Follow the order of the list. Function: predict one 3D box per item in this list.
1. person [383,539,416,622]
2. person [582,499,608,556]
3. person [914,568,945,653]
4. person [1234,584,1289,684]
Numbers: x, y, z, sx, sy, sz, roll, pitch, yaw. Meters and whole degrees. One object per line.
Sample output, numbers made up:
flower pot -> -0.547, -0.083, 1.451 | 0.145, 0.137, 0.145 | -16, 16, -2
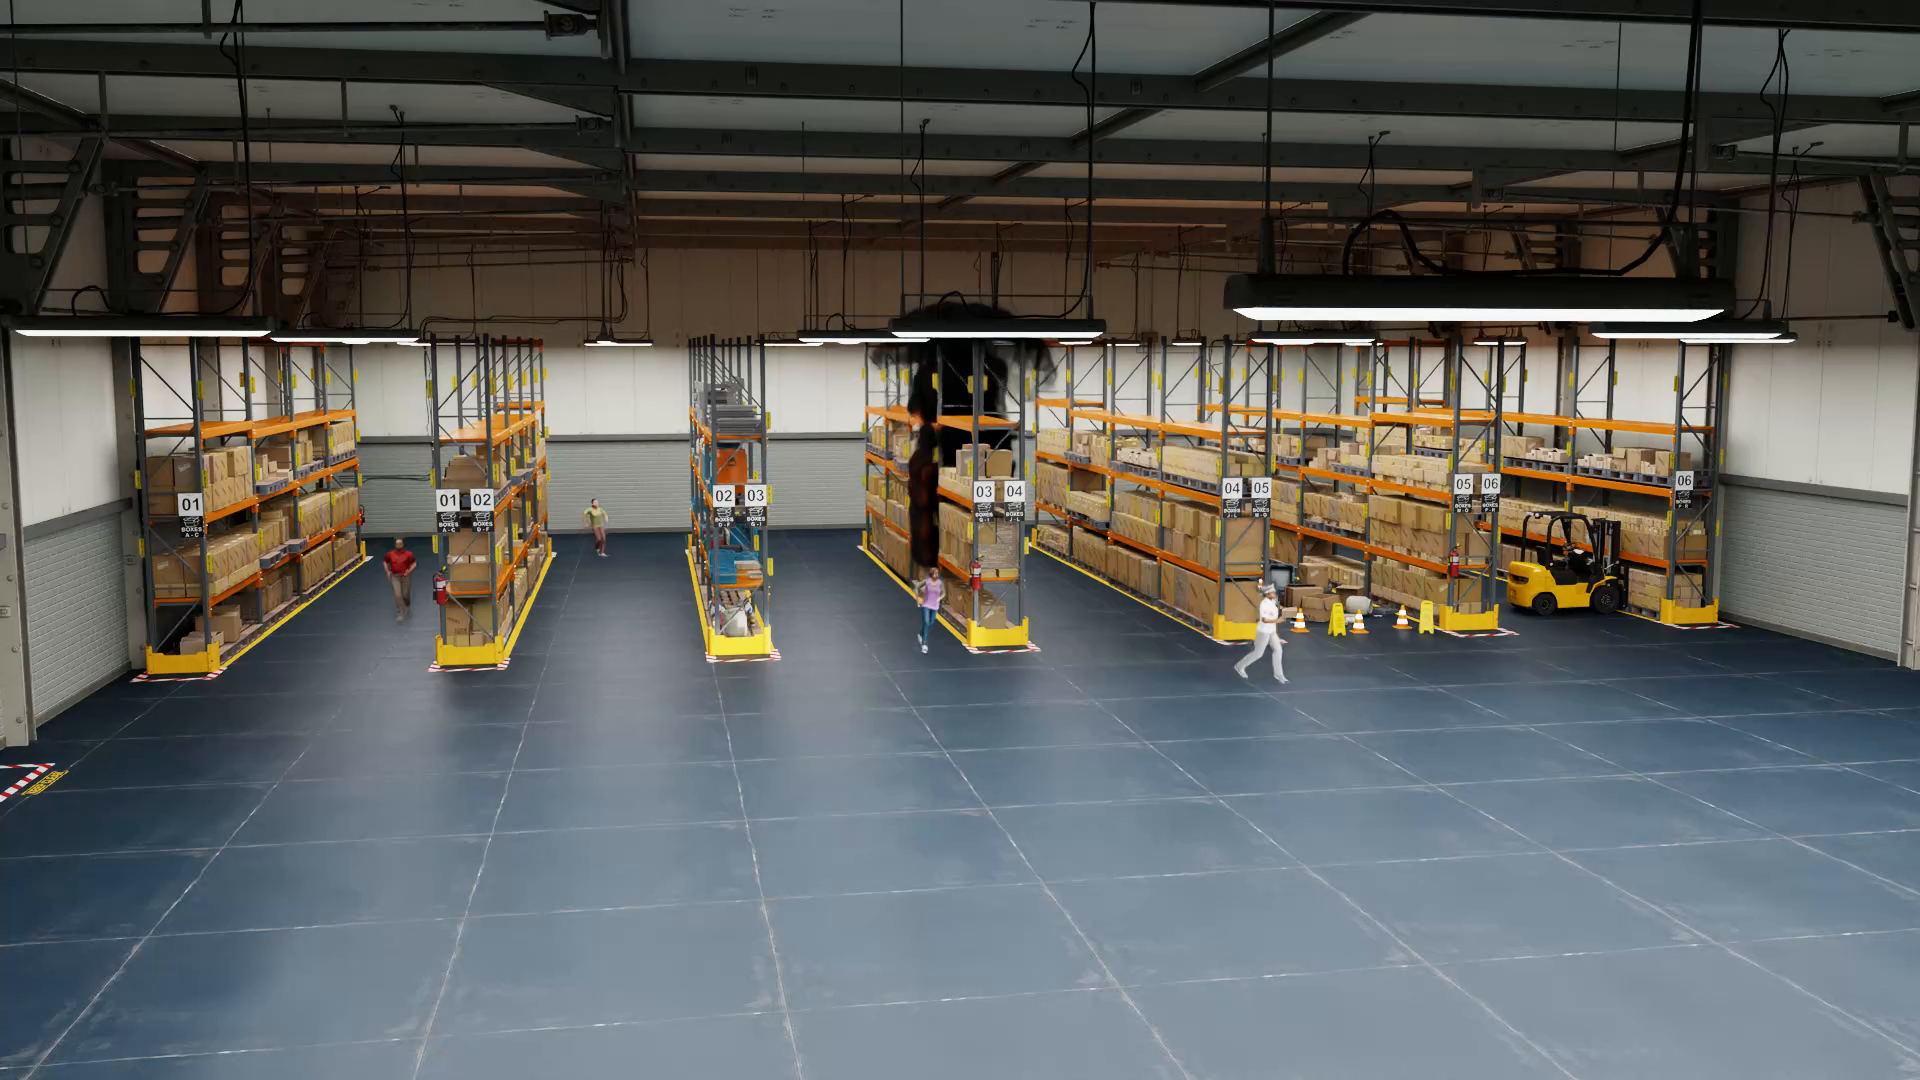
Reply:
person -> -11.911, 0.833, 35.375 | 0.671, 1.719, 0.751 | -2, 7, -16
person -> -10.032, -0.337, 45.896 | 0.700, 1.620, 0.524 | -5, 8, -36
person -> -0.567, 1.300, 31.782 | 0.574, 1.576, 0.856 | -2, 7, -18
person -> 5.228, 1.604, 28.664 | 0.926, 1.731, 0.576 | 4, 8, 30
